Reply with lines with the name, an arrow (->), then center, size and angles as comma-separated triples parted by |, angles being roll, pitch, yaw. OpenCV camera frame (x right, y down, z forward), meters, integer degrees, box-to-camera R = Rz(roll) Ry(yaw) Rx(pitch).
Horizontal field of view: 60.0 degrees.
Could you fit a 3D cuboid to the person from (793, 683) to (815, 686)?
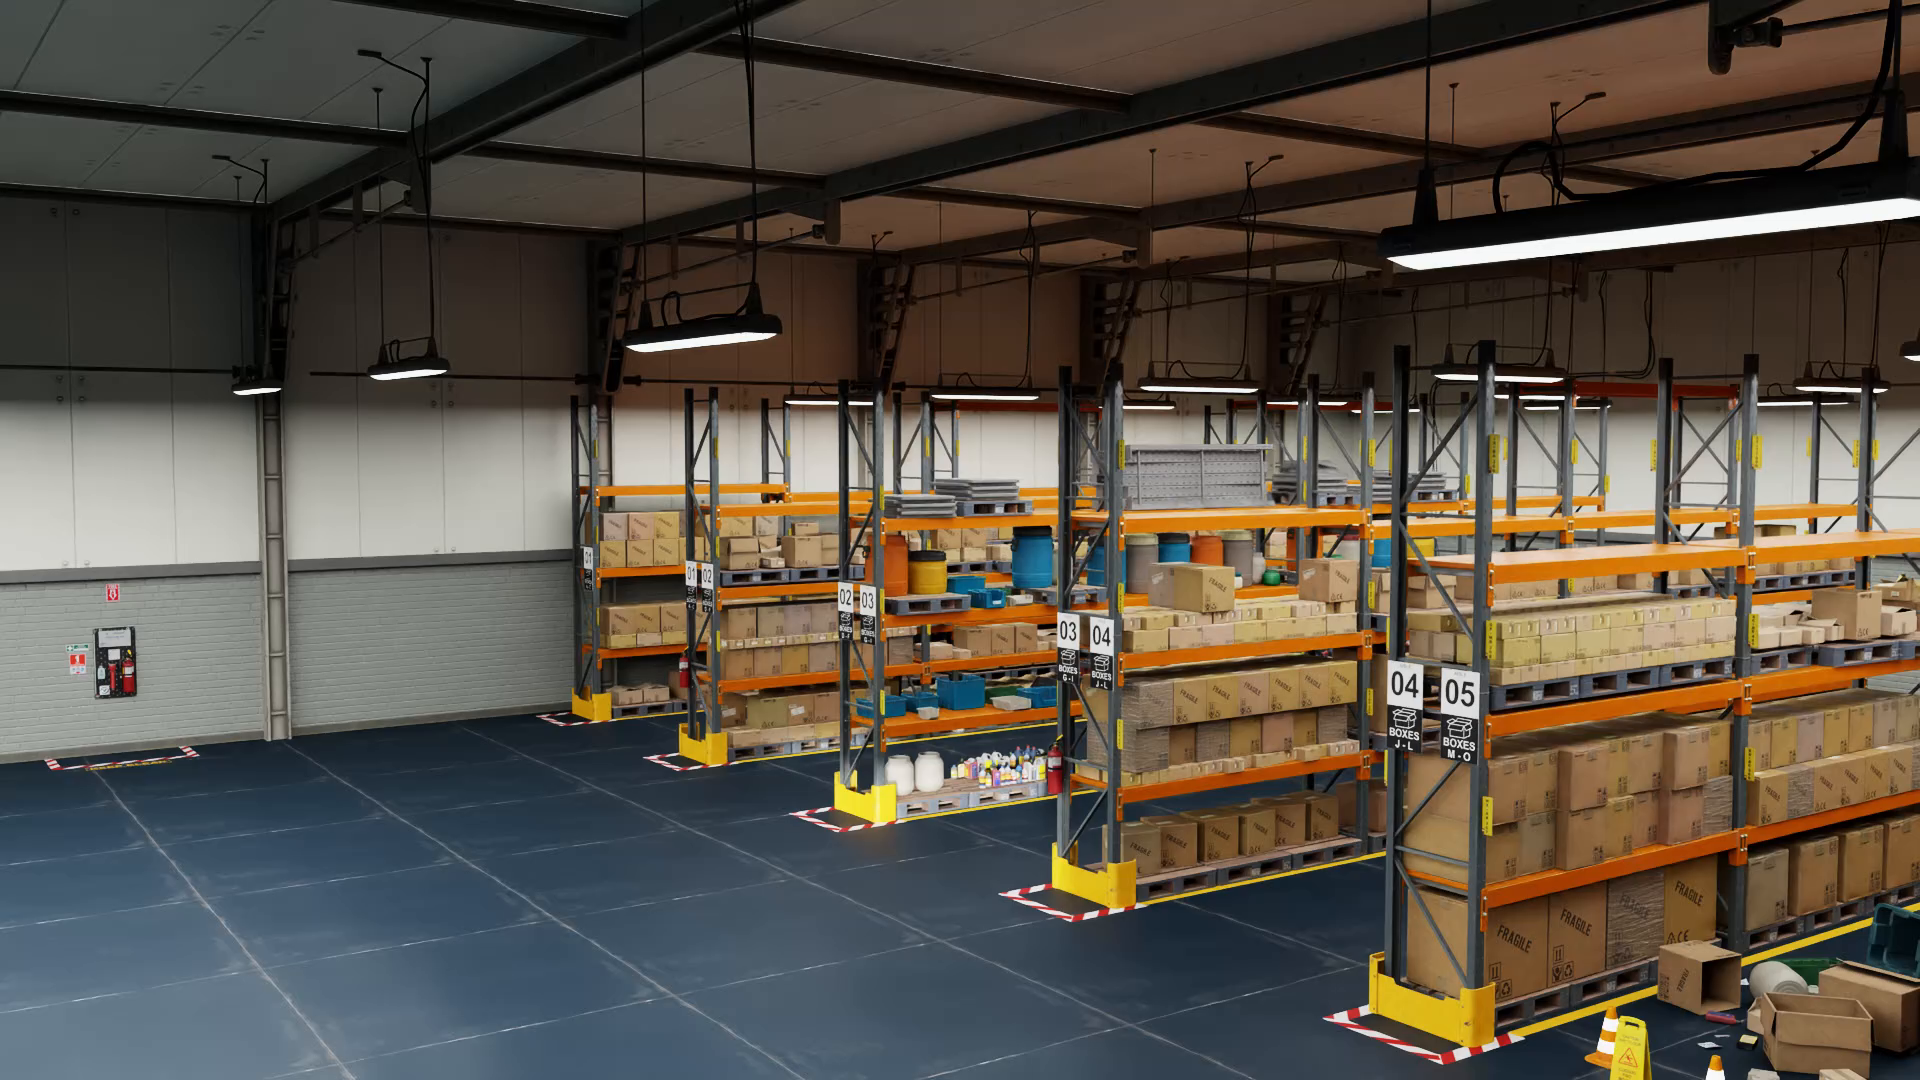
person -> -2.815, 2.528, 30.136 | 0.949, 1.653, 0.538 | -2, 4, -26
